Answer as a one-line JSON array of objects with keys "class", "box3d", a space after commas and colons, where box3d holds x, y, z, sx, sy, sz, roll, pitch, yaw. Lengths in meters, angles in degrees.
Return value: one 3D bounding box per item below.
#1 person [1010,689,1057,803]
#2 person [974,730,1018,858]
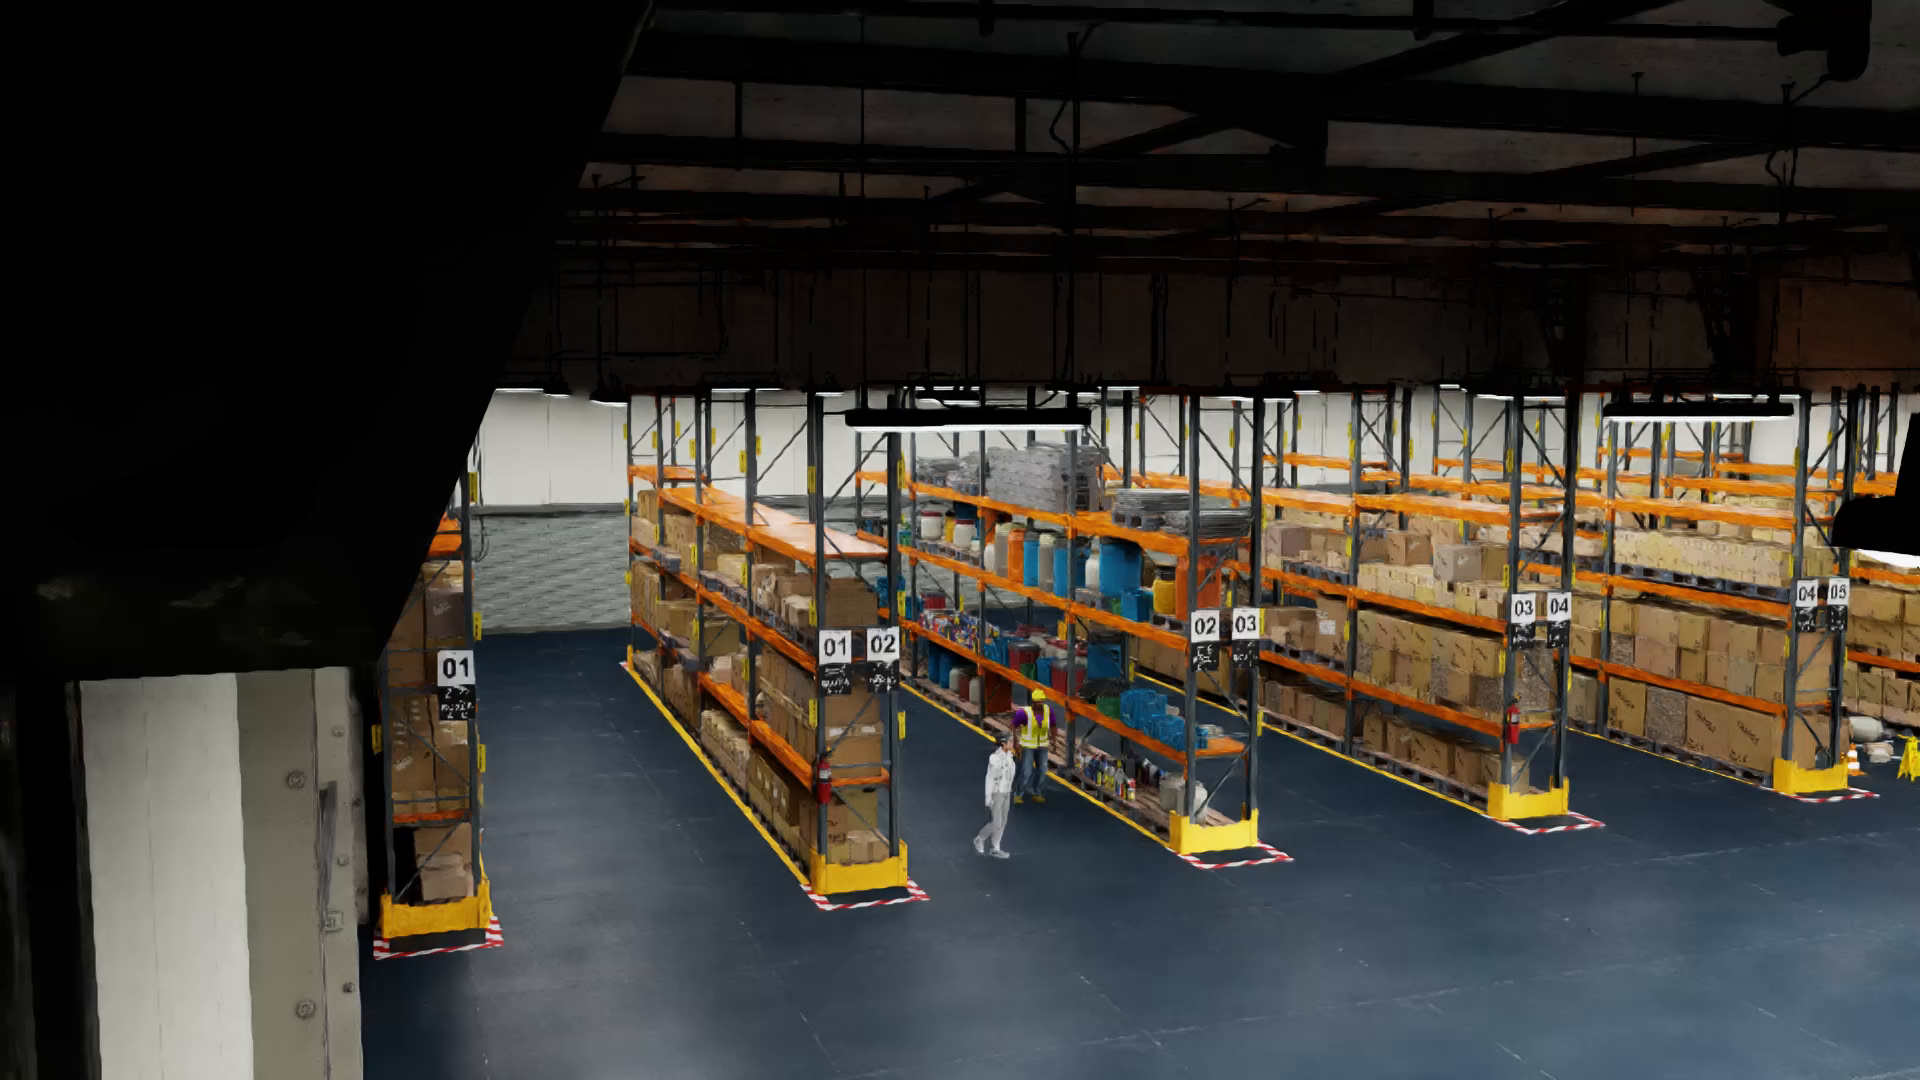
[{"class": "person", "box3d": [1.078, 2.993, 24.172, 0.719, 1.714, 0.578, -2, 6, -21]}, {"class": "person", "box3d": [0.455, 3.281, 21.574, 0.521, 1.671, 0.530, 4, 7, 34]}]
